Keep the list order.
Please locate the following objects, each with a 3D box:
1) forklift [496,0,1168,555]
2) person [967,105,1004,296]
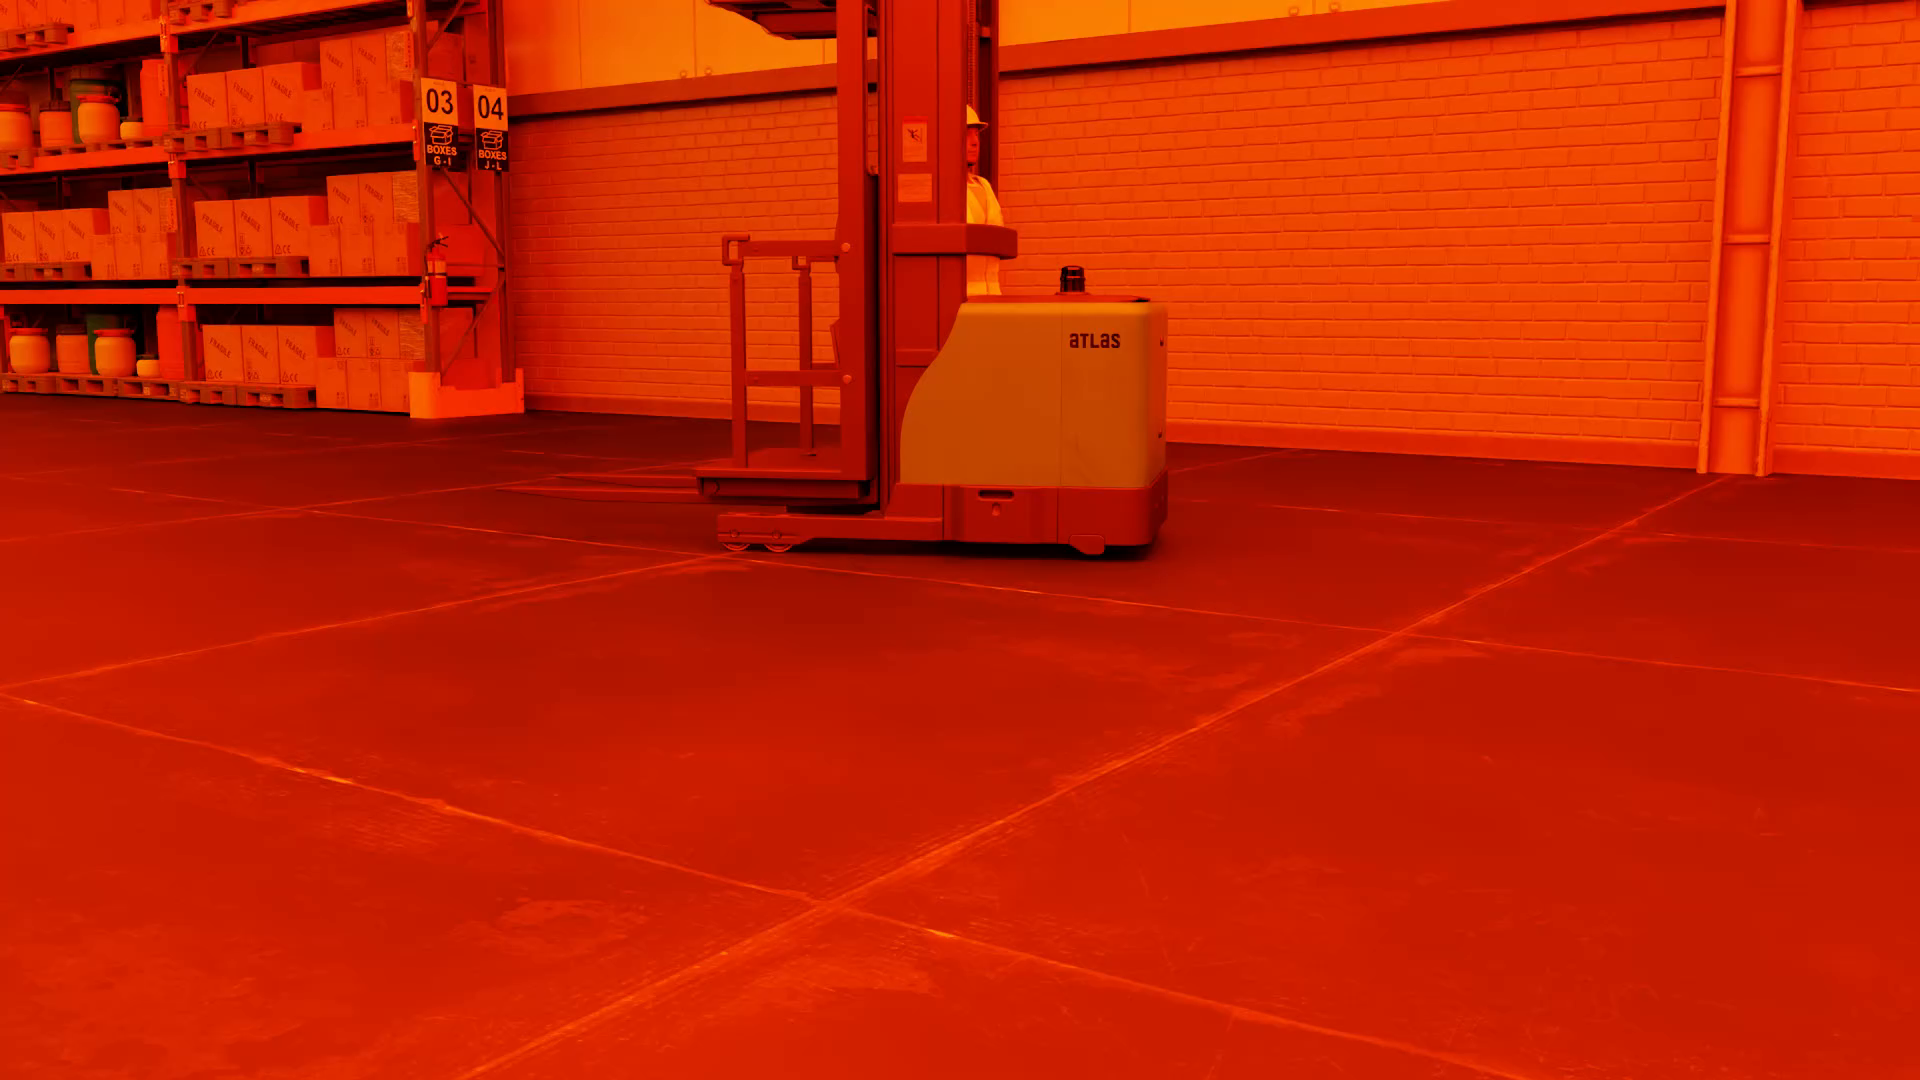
[{"bbox_3d":[-0.596,-1.469,7.520,3.031,2.935,1.130,2,8,12],"label":"forklift"},{"bbox_3d":[0.001,-1.041,7.448,0.361,1.795,0.555,5,10,34],"label":"person"}]
